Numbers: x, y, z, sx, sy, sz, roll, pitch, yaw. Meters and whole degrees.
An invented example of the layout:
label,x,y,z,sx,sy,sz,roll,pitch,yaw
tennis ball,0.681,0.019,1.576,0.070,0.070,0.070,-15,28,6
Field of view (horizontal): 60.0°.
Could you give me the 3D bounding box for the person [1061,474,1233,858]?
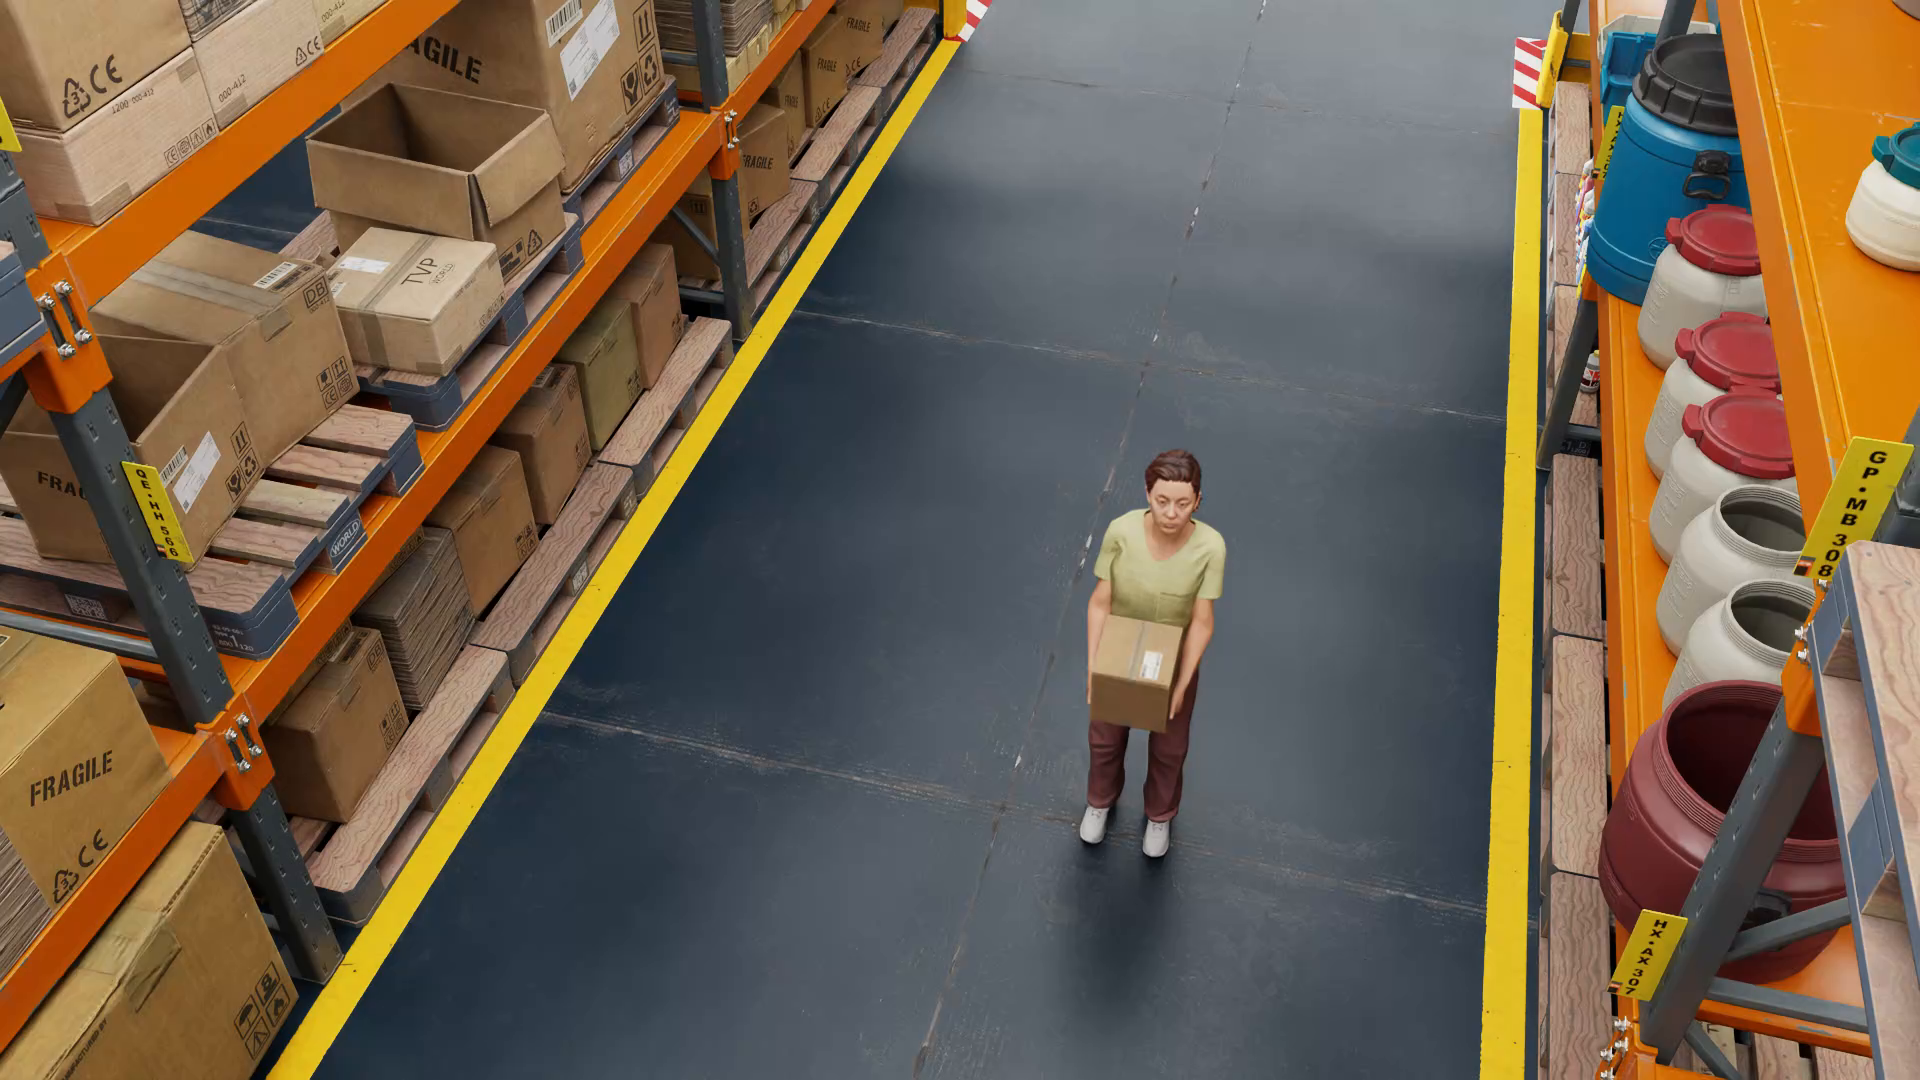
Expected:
label,x,y,z,sx,sy,sz,roll,pitch,yaw
person,0.647,0.418,5.682,0.497,1.672,0.362,9,42,10
